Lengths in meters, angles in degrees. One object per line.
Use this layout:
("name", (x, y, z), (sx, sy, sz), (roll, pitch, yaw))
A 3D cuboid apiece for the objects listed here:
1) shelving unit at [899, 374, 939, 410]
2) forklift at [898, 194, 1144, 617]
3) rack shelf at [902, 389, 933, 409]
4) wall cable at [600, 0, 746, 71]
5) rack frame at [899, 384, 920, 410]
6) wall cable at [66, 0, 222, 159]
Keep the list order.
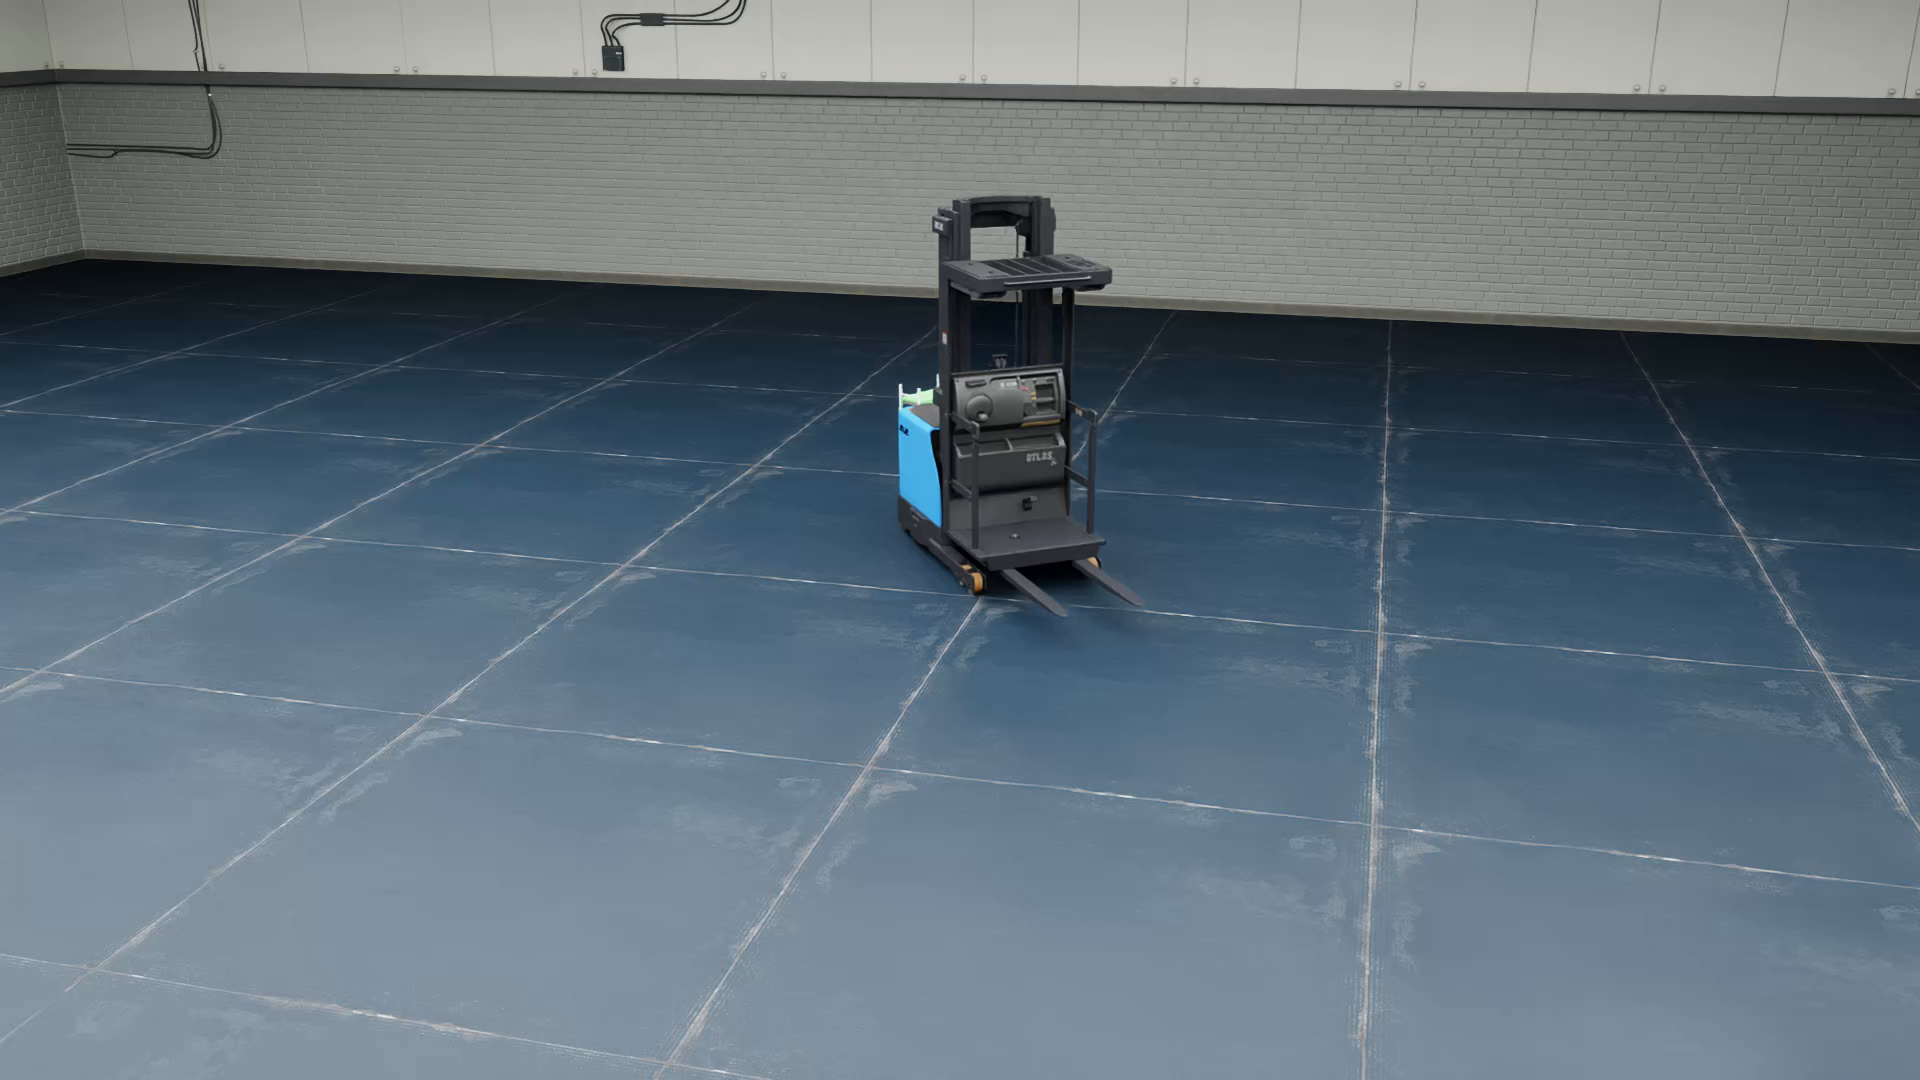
("shelving unit", (-0.270, -0.818, 14.728), (0.258, 1.200, 0.503), (16, 25, 40))
("forklift", (0.477, -1.123, 12.941), (1.130, 2.935, 3.031), (-7, 20, -20))
("rack shelf", (-0.270, -1.212, 14.593), (0.258, 0.148, 0.480), (16, 25, 40))
("wall cable", (-4.191, -9.757, 23.568), (2.305, 6.003, 0.169), (5, 19, 13))
("rack frame", (-0.435, -0.760, 14.557), (0.240, 1.200, 0.015), (16, 25, 40))
("wall cable", (-13.393, -7.432, 26.830), (3.097, 2.526, 0.112), (5, 19, 13))
